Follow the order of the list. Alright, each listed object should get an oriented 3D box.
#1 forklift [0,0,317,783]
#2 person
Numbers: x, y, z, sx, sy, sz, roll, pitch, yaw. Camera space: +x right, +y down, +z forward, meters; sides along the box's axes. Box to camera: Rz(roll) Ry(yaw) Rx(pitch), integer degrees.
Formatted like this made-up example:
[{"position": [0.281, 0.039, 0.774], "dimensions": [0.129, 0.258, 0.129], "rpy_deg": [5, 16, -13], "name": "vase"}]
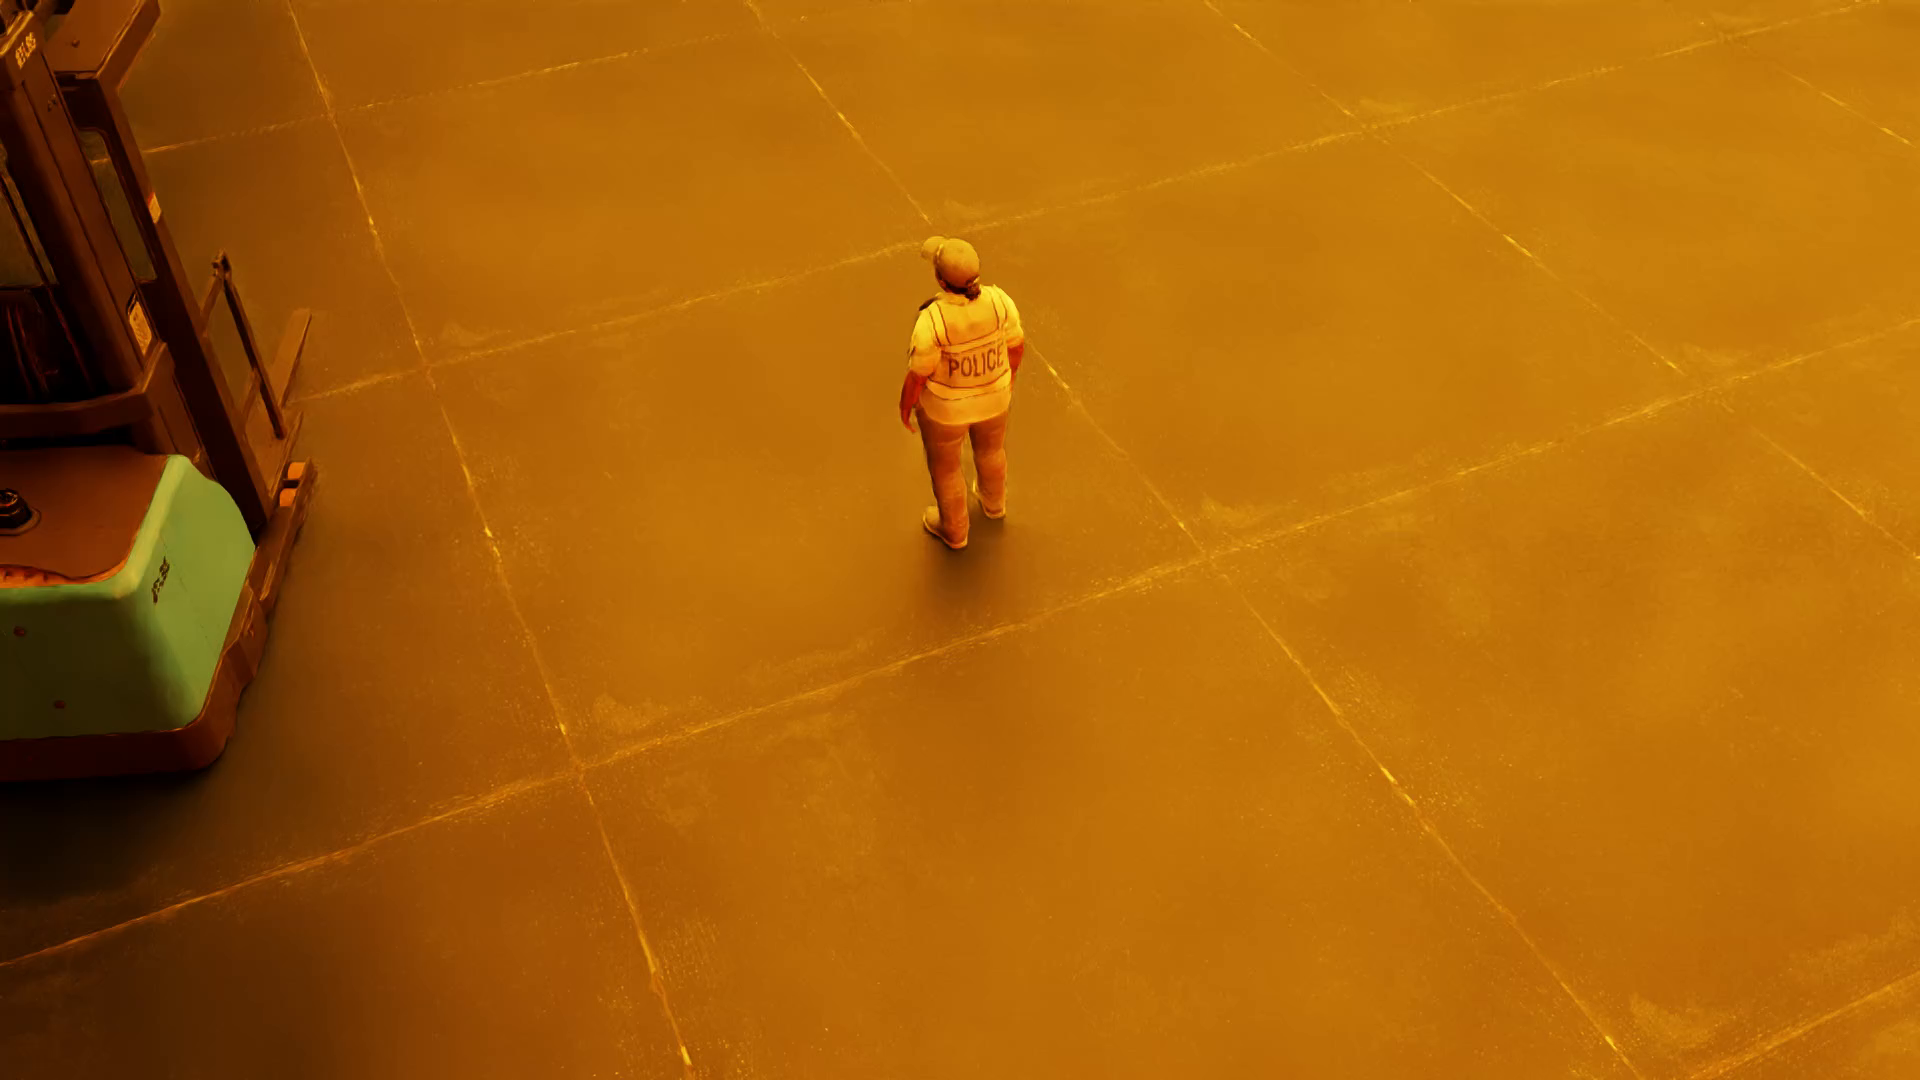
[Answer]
[{"position": [-3.657, -1.092, 6.850], "dimensions": [1.130, 2.935, 3.031], "rpy_deg": [-3, 43, -4], "name": "forklift"}, {"position": [-0.012, -0.668, 7.313], "dimensions": [0.598, 1.669, 0.529], "rpy_deg": [-18, 46, -18], "name": "person"}]
